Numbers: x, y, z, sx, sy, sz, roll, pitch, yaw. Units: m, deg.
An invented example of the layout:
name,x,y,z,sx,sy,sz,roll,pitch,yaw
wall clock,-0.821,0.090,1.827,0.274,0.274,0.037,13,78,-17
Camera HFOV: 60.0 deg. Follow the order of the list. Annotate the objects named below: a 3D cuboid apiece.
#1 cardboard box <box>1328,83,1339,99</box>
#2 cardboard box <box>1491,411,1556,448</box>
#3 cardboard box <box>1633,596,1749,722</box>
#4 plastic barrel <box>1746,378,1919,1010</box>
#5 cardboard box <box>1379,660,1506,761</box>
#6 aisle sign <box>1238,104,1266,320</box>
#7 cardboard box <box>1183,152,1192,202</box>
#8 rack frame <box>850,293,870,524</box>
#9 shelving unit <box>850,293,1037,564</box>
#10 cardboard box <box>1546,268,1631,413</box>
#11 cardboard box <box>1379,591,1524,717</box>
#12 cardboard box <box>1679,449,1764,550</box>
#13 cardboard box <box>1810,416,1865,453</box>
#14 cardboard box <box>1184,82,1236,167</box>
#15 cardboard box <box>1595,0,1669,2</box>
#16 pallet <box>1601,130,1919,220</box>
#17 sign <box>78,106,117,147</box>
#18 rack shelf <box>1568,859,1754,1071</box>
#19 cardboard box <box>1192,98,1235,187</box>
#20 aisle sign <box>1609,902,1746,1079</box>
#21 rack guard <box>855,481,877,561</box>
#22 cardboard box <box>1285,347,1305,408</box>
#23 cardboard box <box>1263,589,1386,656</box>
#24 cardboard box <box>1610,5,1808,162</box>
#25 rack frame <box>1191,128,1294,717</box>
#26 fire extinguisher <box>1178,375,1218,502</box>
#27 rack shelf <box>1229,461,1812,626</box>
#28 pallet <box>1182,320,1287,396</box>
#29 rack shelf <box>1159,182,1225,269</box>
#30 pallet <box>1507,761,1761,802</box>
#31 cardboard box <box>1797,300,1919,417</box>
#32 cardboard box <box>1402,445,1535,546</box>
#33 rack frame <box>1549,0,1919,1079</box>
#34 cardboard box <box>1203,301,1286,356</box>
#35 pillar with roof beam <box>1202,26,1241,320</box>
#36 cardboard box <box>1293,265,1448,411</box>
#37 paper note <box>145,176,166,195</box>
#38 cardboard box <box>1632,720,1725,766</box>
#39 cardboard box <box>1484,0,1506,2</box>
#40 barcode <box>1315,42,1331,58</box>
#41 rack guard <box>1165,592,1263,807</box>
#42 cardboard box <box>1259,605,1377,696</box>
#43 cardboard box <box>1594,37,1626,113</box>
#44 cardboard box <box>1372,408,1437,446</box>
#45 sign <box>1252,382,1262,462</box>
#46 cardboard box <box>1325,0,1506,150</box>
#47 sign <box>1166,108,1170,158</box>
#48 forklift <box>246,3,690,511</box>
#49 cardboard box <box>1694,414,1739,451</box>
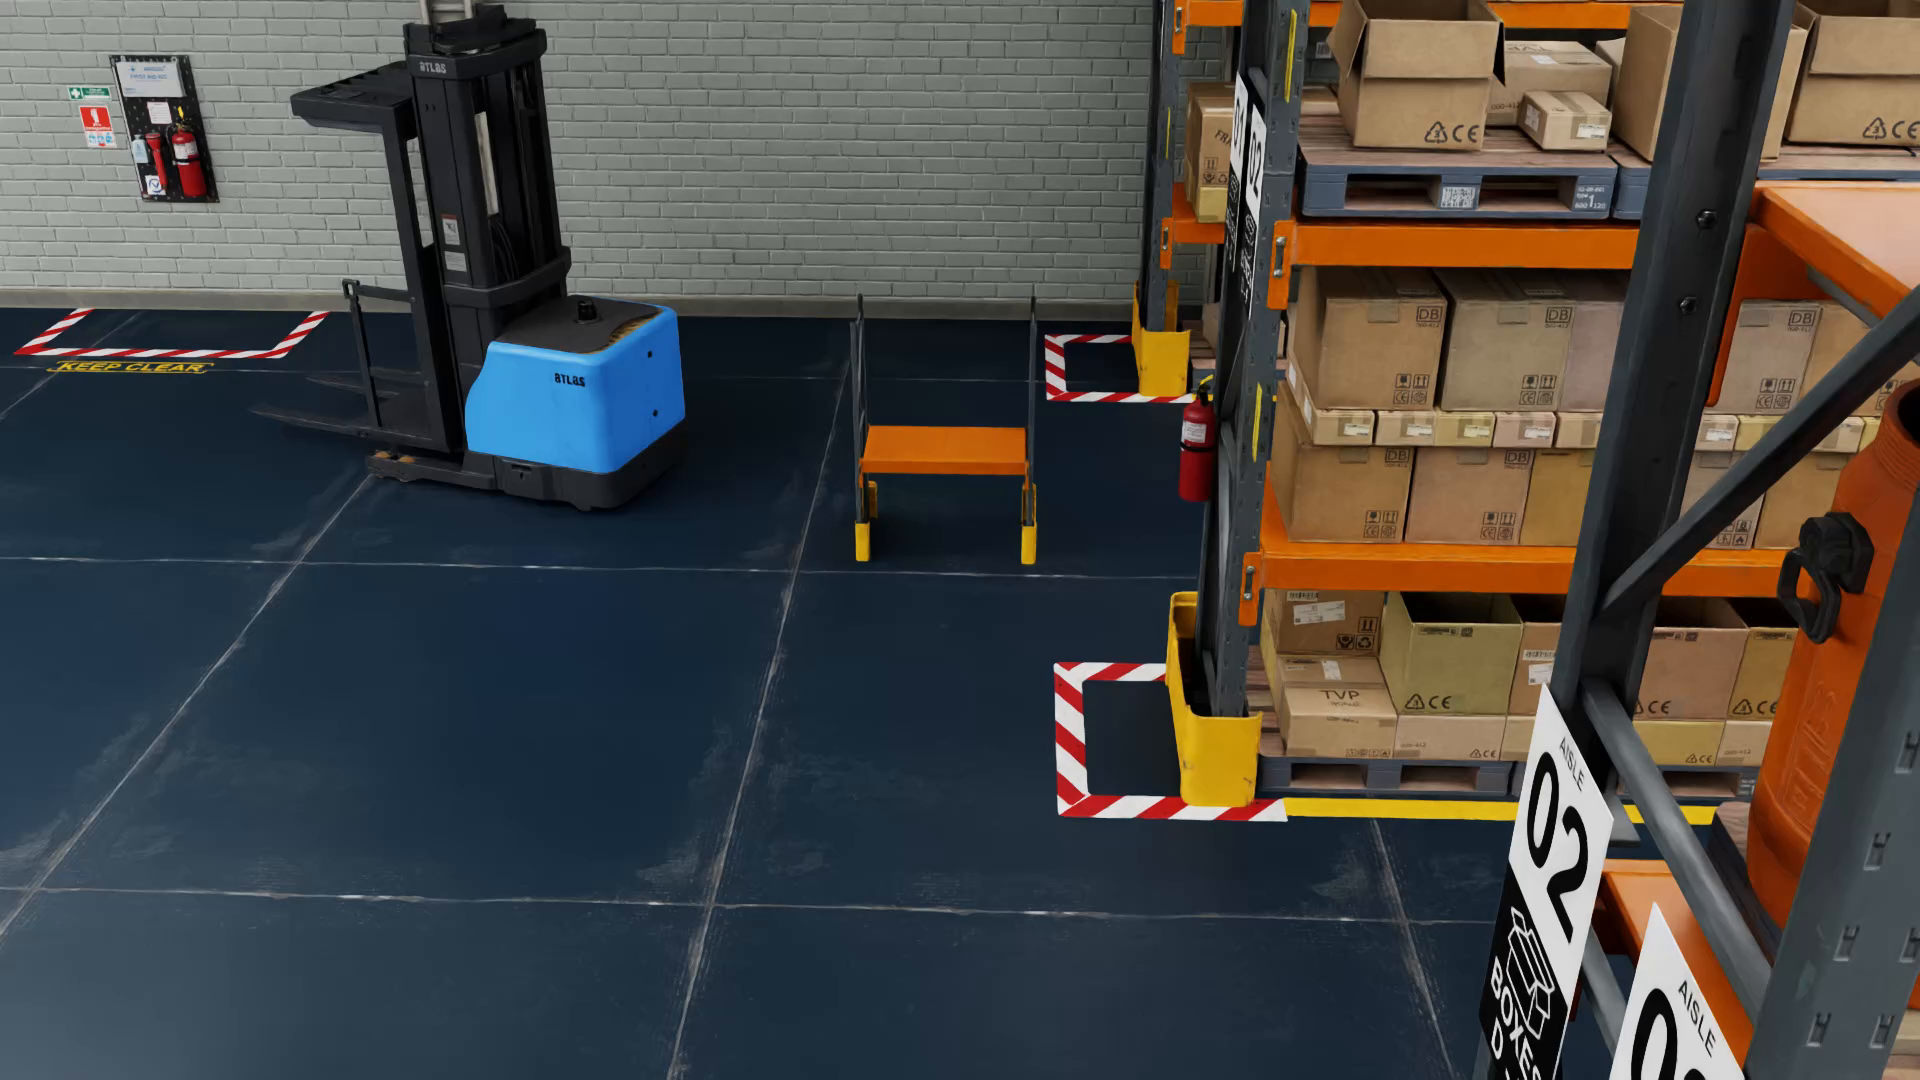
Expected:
name,x,y,z,sx,sy,sz,roll,pitch,yaw
cardboard box,2.939,-3.001,12.047,0.500,0.500,0.500,0,28,0
cardboard box,2.420,-0.547,7.279,0.250,0.149,0.380,1,28,1
cardboard box,3.297,0.501,7.789,0.500,0.500,0.500,1,28,2
plastic barrel,1.581,0.230,2.504,0.708,0.830,0.600,1,28,2
cardboard box,2.298,0.813,8.002,0.500,0.250,0.500,1,28,2
aisle sign,1.193,-1.343,6.804,0.004,0.787,0.394,1,28,2
cardboard box,1.915,-2.681,12.243,0.500,0.250,0.500,1,28,3
rack frame,-0.593,-0.672,9.917,0.032,1.500,0.500,1,28,2
shelving unit,-0.076,-0.664,9.901,1.083,1.500,0.587,1,28,2
cardboard box,2.818,-0.925,7.300,0.500,0.500,0.700,1,28,2
cardboard box,2.298,0.482,7.825,0.500,0.500,0.500,1,28,2
cardboard box,3.283,-0.342,7.587,0.500,0.500,0.700,2,28,3
cardboard box,3.719,-0.527,7.242,0.250,0.149,0.380,2,28,3
cardboard box,1.919,-3.021,12.084,0.500,0.500,0.500,1,28,1
cardboard box,4.420,-3.874,11.025,0.500,0.500,0.500,-1,28,-3
pallet,3.198,-1.580,6.919,1.213,0.211,1.003,1,28,2
sign,-6.843,-3.279,13.196,0.234,0.329,0.001,1,28,2
rack shelf,3.090,1.008,2.712,4.000,0.370,1.077,1,28,2
cardboard box,1.907,-2.780,11.630,0.500,0.500,0.500,1,28,2
aisle sign,1.009,0.970,2.443,0.004,0.787,0.394,1,28,2
rack guard,-0.574,-0.120,10.209,0.087,0.250,0.587,1,28,2
cardboard box,1.658,-0.750,7.663,0.250,0.149,0.380,0,28,1
cardboard box,1.816,0.231,8.298,0.500,0.500,0.500,1,28,2
cardboard box,2.920,-1.798,6.531,0.500,0.500,0.500,1,28,2
rack frame,1.270,-0.336,7.682,0.127,3.000,1.000,1,28,2
fire extinguisher,1.168,-0.521,8.114,0.183,0.674,0.296,1,28,2
rack shelf,3.268,0.015,7.788,4.000,0.370,1.077,1,28,2
pallet,2.327,-1.392,12.650,1.213,0.211,1.003,1,28,2
rack shelf,3.440,-2.304,12.162,4.000,0.370,1.077,1,28,2
pallet,3.252,0.910,8.307,1.213,0.211,1.003,1,28,2
cardboard box,3.818,-0.908,7.269,0.500,0.500,0.700,1,28,2
cardboard box,2.261,-0.360,7.620,0.500,0.500,0.700,2,28,3
rack frame,1.091,-0.668,1.903,0.127,3.000,1.000,1,28,2
cardboard box,2.129,-1.608,12.481,0.500,0.311,0.500,-2,28,-4
pillar with roof beam,2.019,-3.684,7.591,0.400,9.000,9.100,1,28,2
cardboard box,1.789,-0.939,7.327,0.500,0.500,0.700,1,28,2
paper note,-6.468,-2.852,13.368,0.142,0.148,0.016,1,28,2
cardboard box,3.297,0.832,7.966,0.500,0.250,0.500,1,28,2
cardboard box,3.357,-3.880,11.035,0.500,0.500,0.500,3,28,5
barcode,1.588,-2.139,7.260,0.075,0.075,0.001,1,28,2
rack guard,1.246,0.768,8.268,0.348,0.500,1.175,1,28,2
cardboard box,1.816,0.564,8.471,0.500,0.250,0.500,1,28,2
cardboard box,2.986,-1.965,7.048,0.500,0.311,0.500,4,28,8
cardboard box,1.918,-0.557,7.298,0.250,0.149,0.380,0,28,0
sign,1.244,-0.494,6.970,0.005,0.325,0.100,1,28,2
cardboard box,1.844,-1.943,6.802,0.637,0.503,0.797,3,28,5
sign,1.422,-2.783,11.374,0.005,0.325,0.100,1,28,2
forklift,-3.396,-1.896,10.697,3.031,2.935,1.130,10,30,18
cardboard box,3.190,-0.534,7.255,0.250,0.149,0.380,1,28,2
